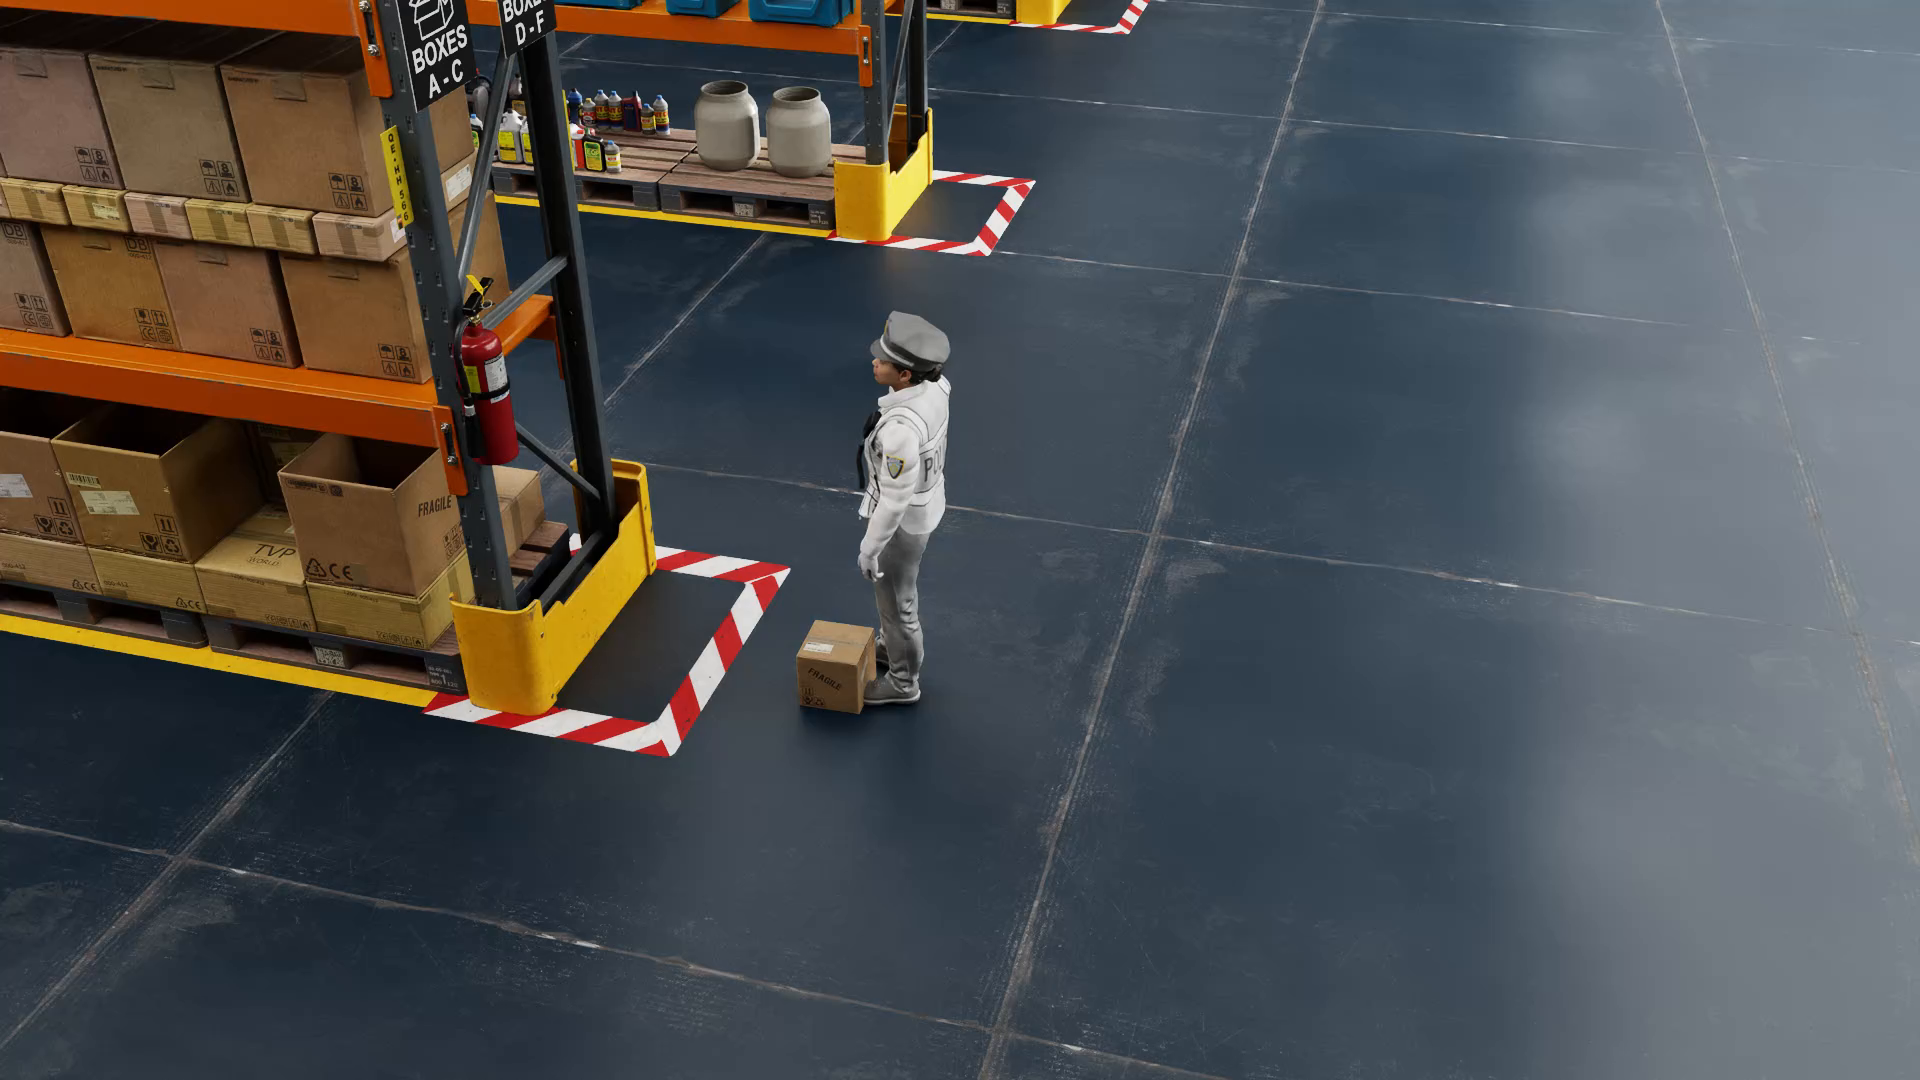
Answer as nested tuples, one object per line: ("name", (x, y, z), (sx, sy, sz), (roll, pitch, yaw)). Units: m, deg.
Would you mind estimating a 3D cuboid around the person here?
("person", (-0.285, -0.091, 6.232), (0.531, 1.696, 0.588), (8, 34, 12))
